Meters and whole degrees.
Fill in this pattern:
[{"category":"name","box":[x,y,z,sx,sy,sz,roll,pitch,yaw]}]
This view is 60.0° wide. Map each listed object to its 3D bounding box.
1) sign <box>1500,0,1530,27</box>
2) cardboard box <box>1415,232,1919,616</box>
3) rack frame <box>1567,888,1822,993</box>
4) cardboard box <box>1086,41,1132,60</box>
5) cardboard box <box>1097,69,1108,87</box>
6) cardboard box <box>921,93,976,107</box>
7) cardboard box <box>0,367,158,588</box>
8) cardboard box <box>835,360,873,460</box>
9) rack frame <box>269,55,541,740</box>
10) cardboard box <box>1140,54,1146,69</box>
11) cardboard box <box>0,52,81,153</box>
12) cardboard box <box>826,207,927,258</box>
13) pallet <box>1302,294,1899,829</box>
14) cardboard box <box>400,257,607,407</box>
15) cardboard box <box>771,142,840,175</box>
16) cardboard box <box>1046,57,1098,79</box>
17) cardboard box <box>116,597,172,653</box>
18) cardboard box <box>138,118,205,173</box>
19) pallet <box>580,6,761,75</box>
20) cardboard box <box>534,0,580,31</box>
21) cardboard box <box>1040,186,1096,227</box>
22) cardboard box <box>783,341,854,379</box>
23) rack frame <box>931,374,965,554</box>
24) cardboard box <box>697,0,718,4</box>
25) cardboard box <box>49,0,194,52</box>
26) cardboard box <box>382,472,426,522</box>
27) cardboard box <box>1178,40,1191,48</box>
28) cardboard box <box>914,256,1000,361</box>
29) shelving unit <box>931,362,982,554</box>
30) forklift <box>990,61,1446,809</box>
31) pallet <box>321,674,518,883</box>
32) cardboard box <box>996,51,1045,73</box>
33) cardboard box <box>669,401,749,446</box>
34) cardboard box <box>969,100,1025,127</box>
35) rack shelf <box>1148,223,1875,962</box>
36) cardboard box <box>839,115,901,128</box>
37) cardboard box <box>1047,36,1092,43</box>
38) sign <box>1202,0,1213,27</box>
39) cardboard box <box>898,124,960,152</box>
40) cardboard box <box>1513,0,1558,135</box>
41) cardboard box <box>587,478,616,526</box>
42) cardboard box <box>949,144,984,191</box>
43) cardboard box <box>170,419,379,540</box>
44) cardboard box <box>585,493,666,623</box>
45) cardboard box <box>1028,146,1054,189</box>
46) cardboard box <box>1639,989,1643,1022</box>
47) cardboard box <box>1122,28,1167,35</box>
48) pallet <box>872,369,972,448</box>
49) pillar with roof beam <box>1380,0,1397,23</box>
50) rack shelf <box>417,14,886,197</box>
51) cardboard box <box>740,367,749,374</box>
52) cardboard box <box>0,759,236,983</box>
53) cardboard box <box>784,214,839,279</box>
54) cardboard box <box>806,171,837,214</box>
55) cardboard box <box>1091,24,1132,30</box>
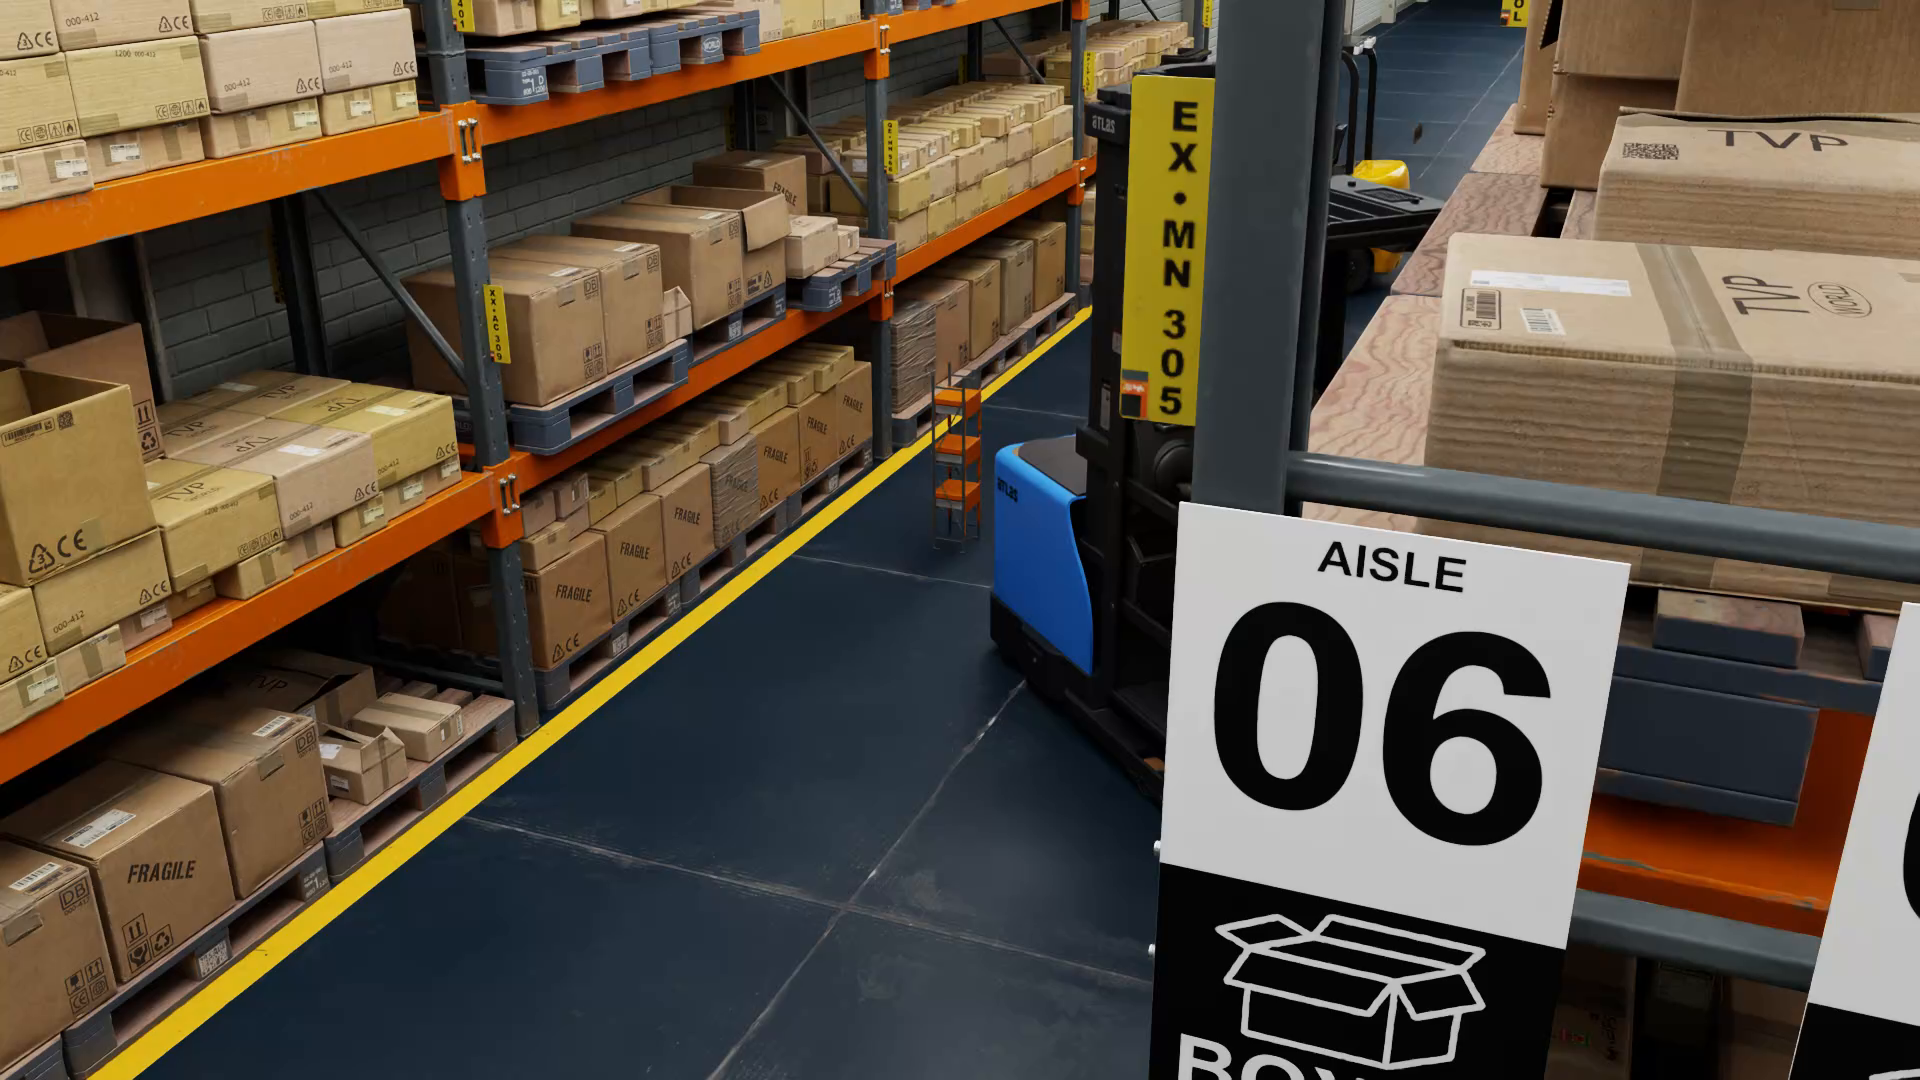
[{"category":"sign","box":[1.680,-1.699,4.955,0.100,0.325,0.005,9,24,20]},{"category":"cardboard box","box":[0.786,-0.154,1.856,0.500,0.250,0.500,7,24,15]},{"category":"rack frame","box":[0.702,1.574,2.089,1.000,3.000,0.127,9,24,20]},{"category":"cardboard box","box":[1.348,-4.456,15.168,0.380,0.149,0.250,9,24,20]},{"category":"cardboard box","box":[1.078,-4.041,14.562,0.380,0.149,0.250,9,24,20]},{"category":"cardboard box","box":[-0.098,-3.407,13.044,0.380,0.149,0.250,9,24,20]},{"category":"cardboard box","box":[-2.932,-0.210,5.196,0.500,0.500,0.500,9,24,21]},{"category":"cardboard box","box":[-0.894,-0.856,10.606,0.500,0.500,0.500,10,24,22]},{"category":"rack frame","box":[-2.422,-0.566,7.214,1.000,3.000,0.127,9,24,20]},{"category":"cardboard box","box":[1.536,-4.503,15.667,0.380,0.149,0.250,9,24,20]},{"category":"cardboard box","box":[-2.947,-1.261,4.795,0.500,0.250,0.500,8,24,19]},{"category":"cardboard box","box":[-0.545,-2.052,10.966,0.500,0.250,0.500,9,24,20]},{"category":"pallet","box":[0.968,-0.036,2.167,1.003,0.211,1.213,9,24,20]},{"category":"cardboard box","box":[-2.035,-0.947,7.452,0.700,0.500,0.500,9,24,21]},{"category":"cardboard box","box":[-1.003,-2.489,10.845,0.380,0.149,0.250,10,25,22]},{"category":"cardboard box","box":[0.943,-3.983,14.038,0.380,0.149,0.250,9,24,21]},{"category":"cardboard box","box":[-2.896,0.249,5.587,0.380,0.149,0.250,9,24,20]},{"category":"cardboard box","box":[-2.705,-1.303,5.412,0.380,0.149,0.250,10,25,22]},{"category":"pallet","box":[-1.732,-2.459,8.096,1.213,0.211,1.003,9,24,20]},{"category":"cardboard box","box":[-1.813,-2.212,6.914,0.380,0.149,0.250,9,24,21]},{"category":"cardboard box","box":[1.020,-2.944,14.631,0.500,0.250,0.500,8,24,19]},{"category":"cardboard box","box":[-0.885,-1.124,10.407,0.380,0.149,0.250,8,24,17]},{"category":"rack frame","box":[-0.065,-0.422,9.397,0.200,1.050,0.008,9,24,20]},{"category":"cardboard box","box":[-1.395,-2.678,8.030,0.380,0.149,0.250,9,24,21]},{"category":"cardboard box","box":[-2.763,-1.671,5.127,0.500,0.250,0.500,9,24,21]},{"category":"cardboard box","box":[-2.383,-0.204,6.672,0.380,0.149,0.250,9,24,21]},{"category":"cardboard box","box":[2.099,-4.946,16.728,0.380,0.149,0.250,9,24,21]},{"category":"cardboard box","box":[-0.207,-1.793,12.687,0.875,0.625,0.625,8,24,18]},{"category":"shelving unit","box":[-0.020,-0.465,9.502,0.215,1.050,0.252,9,24,20]},{"category":"forklift","box":[1.237,-0.381,6.859,1.130,2.935,3.031,-10,25,-23]},{"category":"pallet","box":[-2.678,0.966,7.164,1.003,0.211,1.213,9,24,20]},{"category":"cardboard box","box":[0.519,-4.153,14.444,0.380,0.149,0.250,8,24,19]},{"category":"cardboard box","box":[-1.403,-0.654,9.281,0.380,0.149,0.250,8,24,18]},{"category":"cardboard box","box":[0.280,-3.248,12.662,0.380,0.149,0.250,8,24,19]},{"category":"rack shelf","box":[1.445,-0.194,3.363,1.077,0.370,4.000,9,24,20]},{"category":"cardboard box","box":[-0.646,-2.964,11.982,0.380,0.149,0.250,8,24,19]},{"category":"cardboard box","box":[1.016,-4.609,15.536,0.380,0.149,0.250,10,24,22]},{"category":"sign","box":[2.534,-5.422,17.028,0.100,0.325,0.005,9,24,20]},{"category":"cardboard box","box":[-0.224,-2.796,11.581,0.380,0.149,0.250,9,24,21]},{"category":"cardboard box","box":[1.774,-1.347,4.386,0.500,0.500,0.500,9,24,21]},{"category":"cardboard box","box":[-1.926,-0.200,8.194,0.380,0.149,0.250,7,24,17]},{"category":"cardboard box","box":[-0.146,-2.647,11.741,0.500,0.250,0.500,8,24,19]},{"category":"cardboard box","box":[-2.557,-0.236,6.232,0.500,0.250,0.500,9,24,20]},{"category":"cardboard box","box":[-1.845,0.060,8.412,0.500,0.500,0.500,8,24,19]},{"category":"cardboard box","box":[0.424,-2.961,13.143,0.500,0.250,0.500,9,24,20]},{"category":"cardboard box","box":[1.330,0.750,2.636,0.500,0.500,0.500,8,24,19]},{"category":"cardboard box","box":[1.802,-4.916,16.271,0.380,0.149,0.250,9,24,20]},{"category":"pallet","box":[-0.594,-1.000,11.870,1.003,0.211,1.213,9,24,20]},{"category":"pillar with roof beam","box":[13.852,-15.481,35.137,9.100,9.000,0.400,9,24,20]},{"category":"rack shelf","box":[-1.679,-2.334,8.488,1.077,0.370,4.000,9,24,20]},{"category":"cardboard box","box":[-1.543,-1.104,10.359,0.380,0.149,0.250,10,25,22]},{"category":"cardboard box","box":[-2.950,1.144,5.817,0.500,0.500,0.500,9,24,21]},{"category":"cardboard box","box":[-1.028,-1.698,9.574,0.500,0.250,0.500,8,24,18]},{"category":"cardboard box","box":[-1.028,-2.360,11.054,0.500,0.250,0.500,9,24,21]},{"category":"cardboard box","box":[1.499,-5.068,16.635,0.380,0.149,0.250,9,24,21]}]
